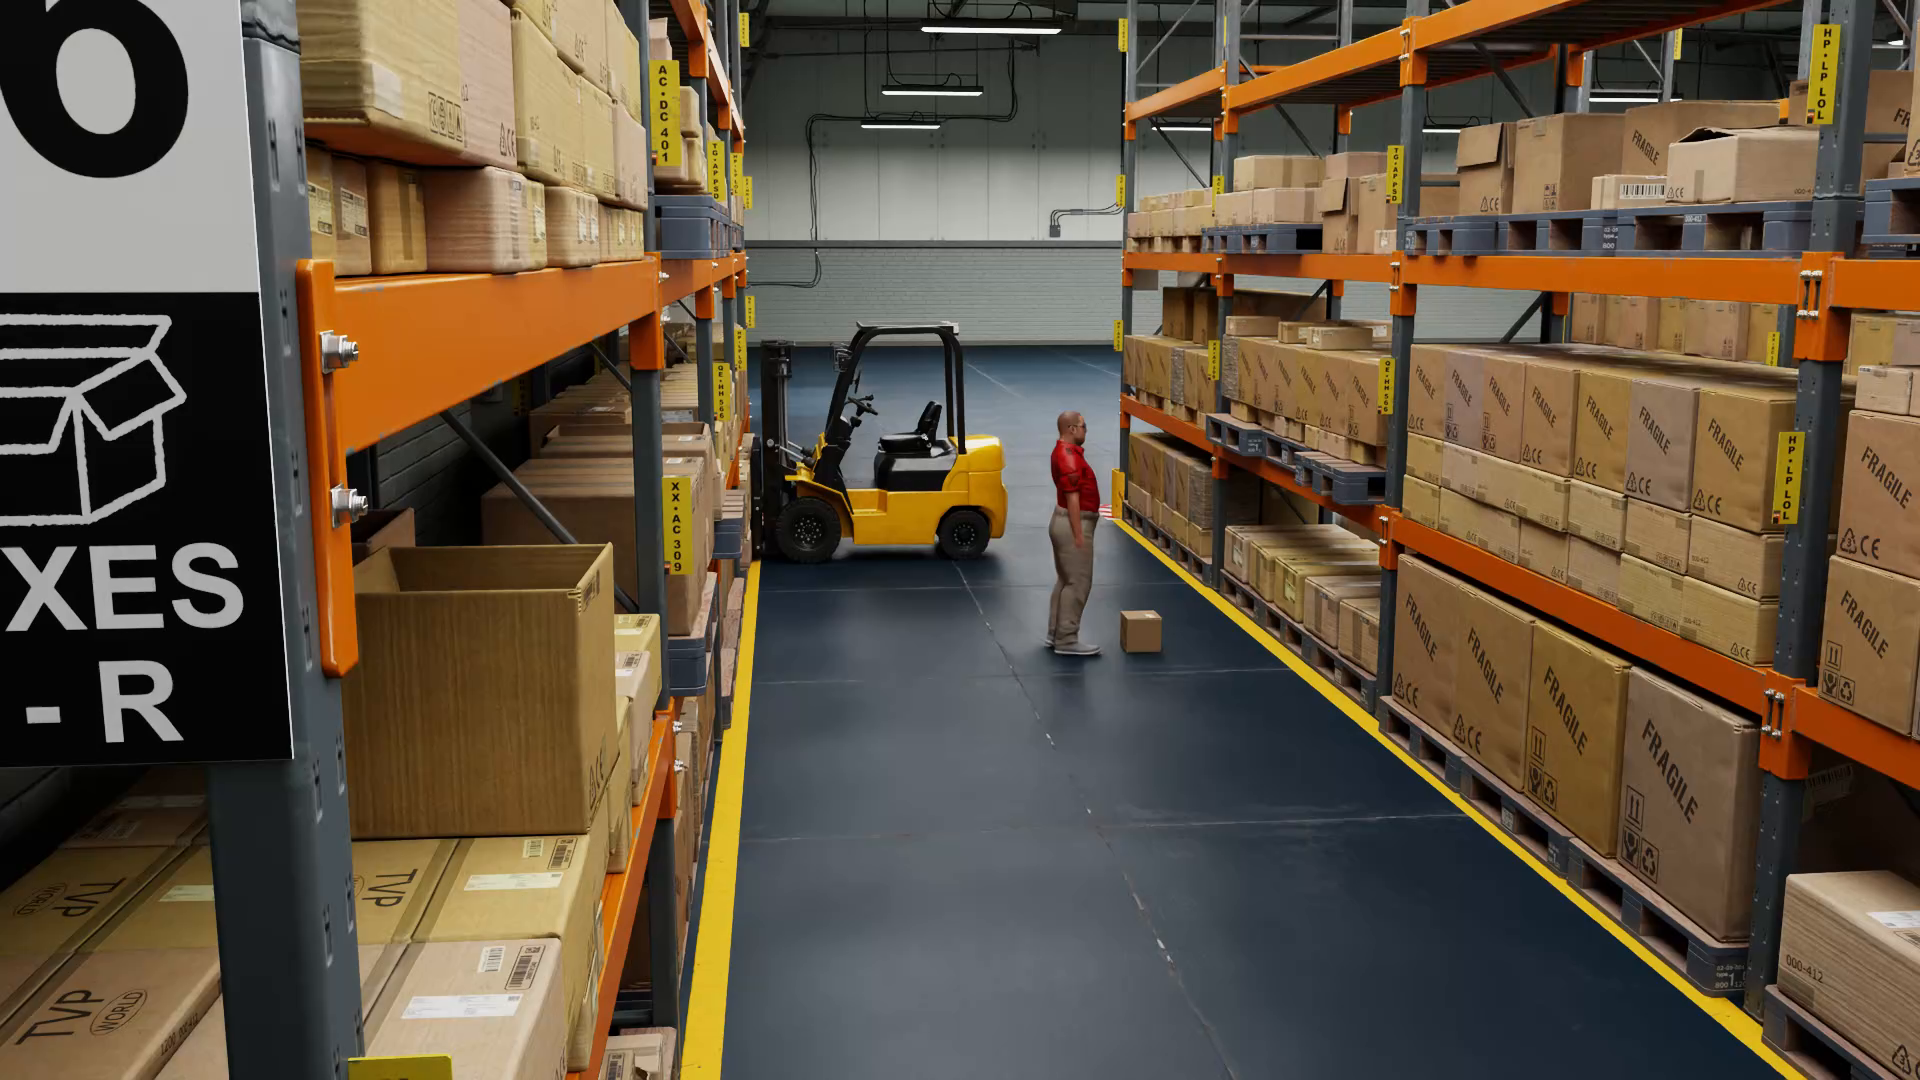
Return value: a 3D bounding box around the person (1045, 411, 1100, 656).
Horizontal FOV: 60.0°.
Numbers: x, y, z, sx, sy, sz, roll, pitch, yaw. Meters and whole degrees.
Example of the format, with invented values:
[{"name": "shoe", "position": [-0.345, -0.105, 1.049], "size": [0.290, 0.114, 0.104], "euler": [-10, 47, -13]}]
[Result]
[{"name": "person", "position": [0.812, -0.042, 11.805], "size": [0.372, 1.755, 0.527], "euler": [-1, 10, -5]}]
